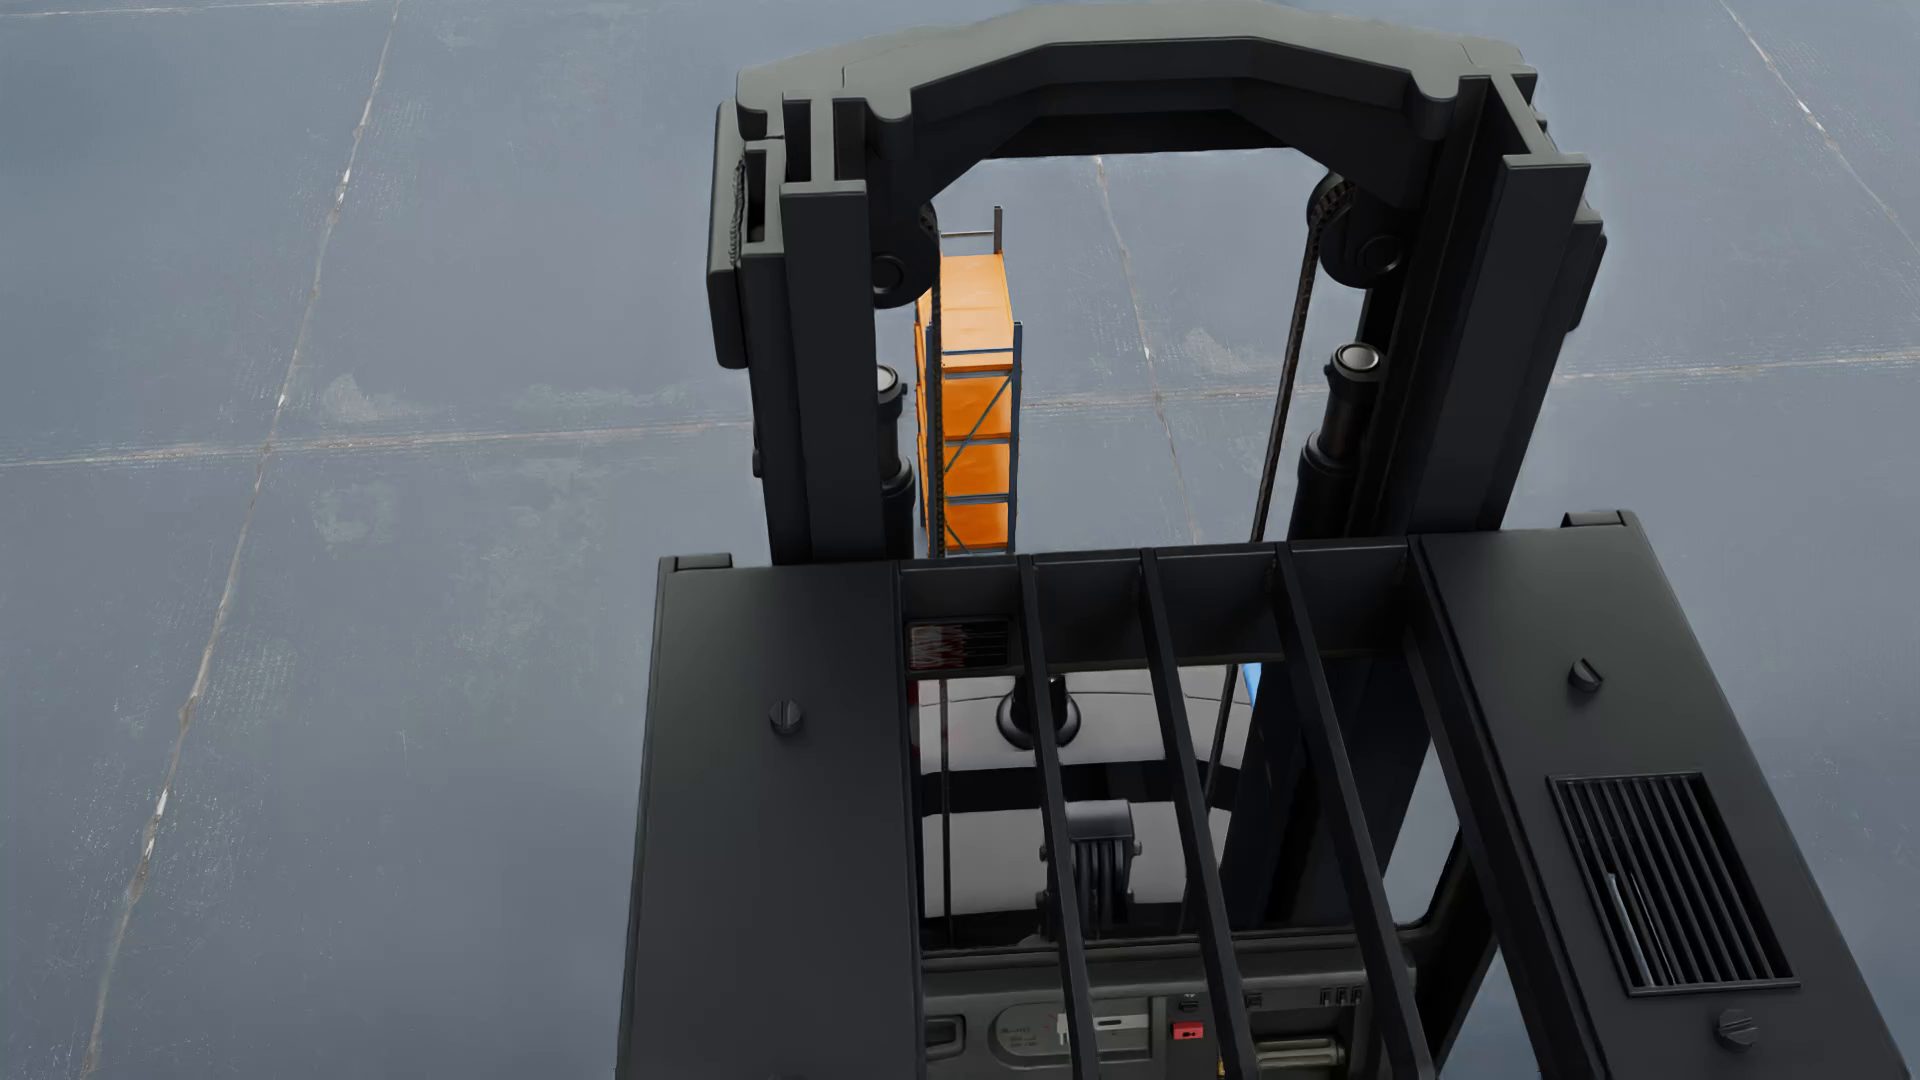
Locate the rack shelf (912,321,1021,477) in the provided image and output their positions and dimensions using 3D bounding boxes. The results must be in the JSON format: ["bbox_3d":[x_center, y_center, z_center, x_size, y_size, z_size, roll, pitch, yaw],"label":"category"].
[{"bbox_3d":[0.014,-0.400,4.587,0.258,0.148,0.480,-3,47,-3],"label":"rack shelf"}]

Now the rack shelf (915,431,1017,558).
[{"bbox_3d":[0.014,-0.110,4.894,0.258,0.148,0.480,-3,47,-3],"label":"rack shelf"}]

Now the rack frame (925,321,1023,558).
[{"bbox_3d":[0.034,-0.116,4.534,0.240,1.200,0.015,-3,47,-3],"label":"rack frame"}]

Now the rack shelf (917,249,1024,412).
[{"bbox_3d":[0.014,-0.563,4.416,0.258,0.148,0.480,-3,47,-3],"label":"rack shelf"}]

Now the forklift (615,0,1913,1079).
[{"bbox_3d":[0.233,0.919,2.361,1.130,2.935,3.031,-3,47,-3],"label":"forklift"}]

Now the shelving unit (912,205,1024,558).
[{"bbox_3d":[0.014,-0.293,4.701,0.258,1.200,0.503,-3,47,-3],"label":"shelving unit"}]

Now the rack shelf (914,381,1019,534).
[{"bbox_3d":[0.014,-0.247,4.750,0.258,0.148,0.480,-3,47,-3],"label":"rack shelf"}]

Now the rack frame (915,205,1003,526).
[{"bbox_3d":[-0.007,-0.469,4.868,0.240,1.200,0.015,-3,47,-3],"label":"rack frame"}]
